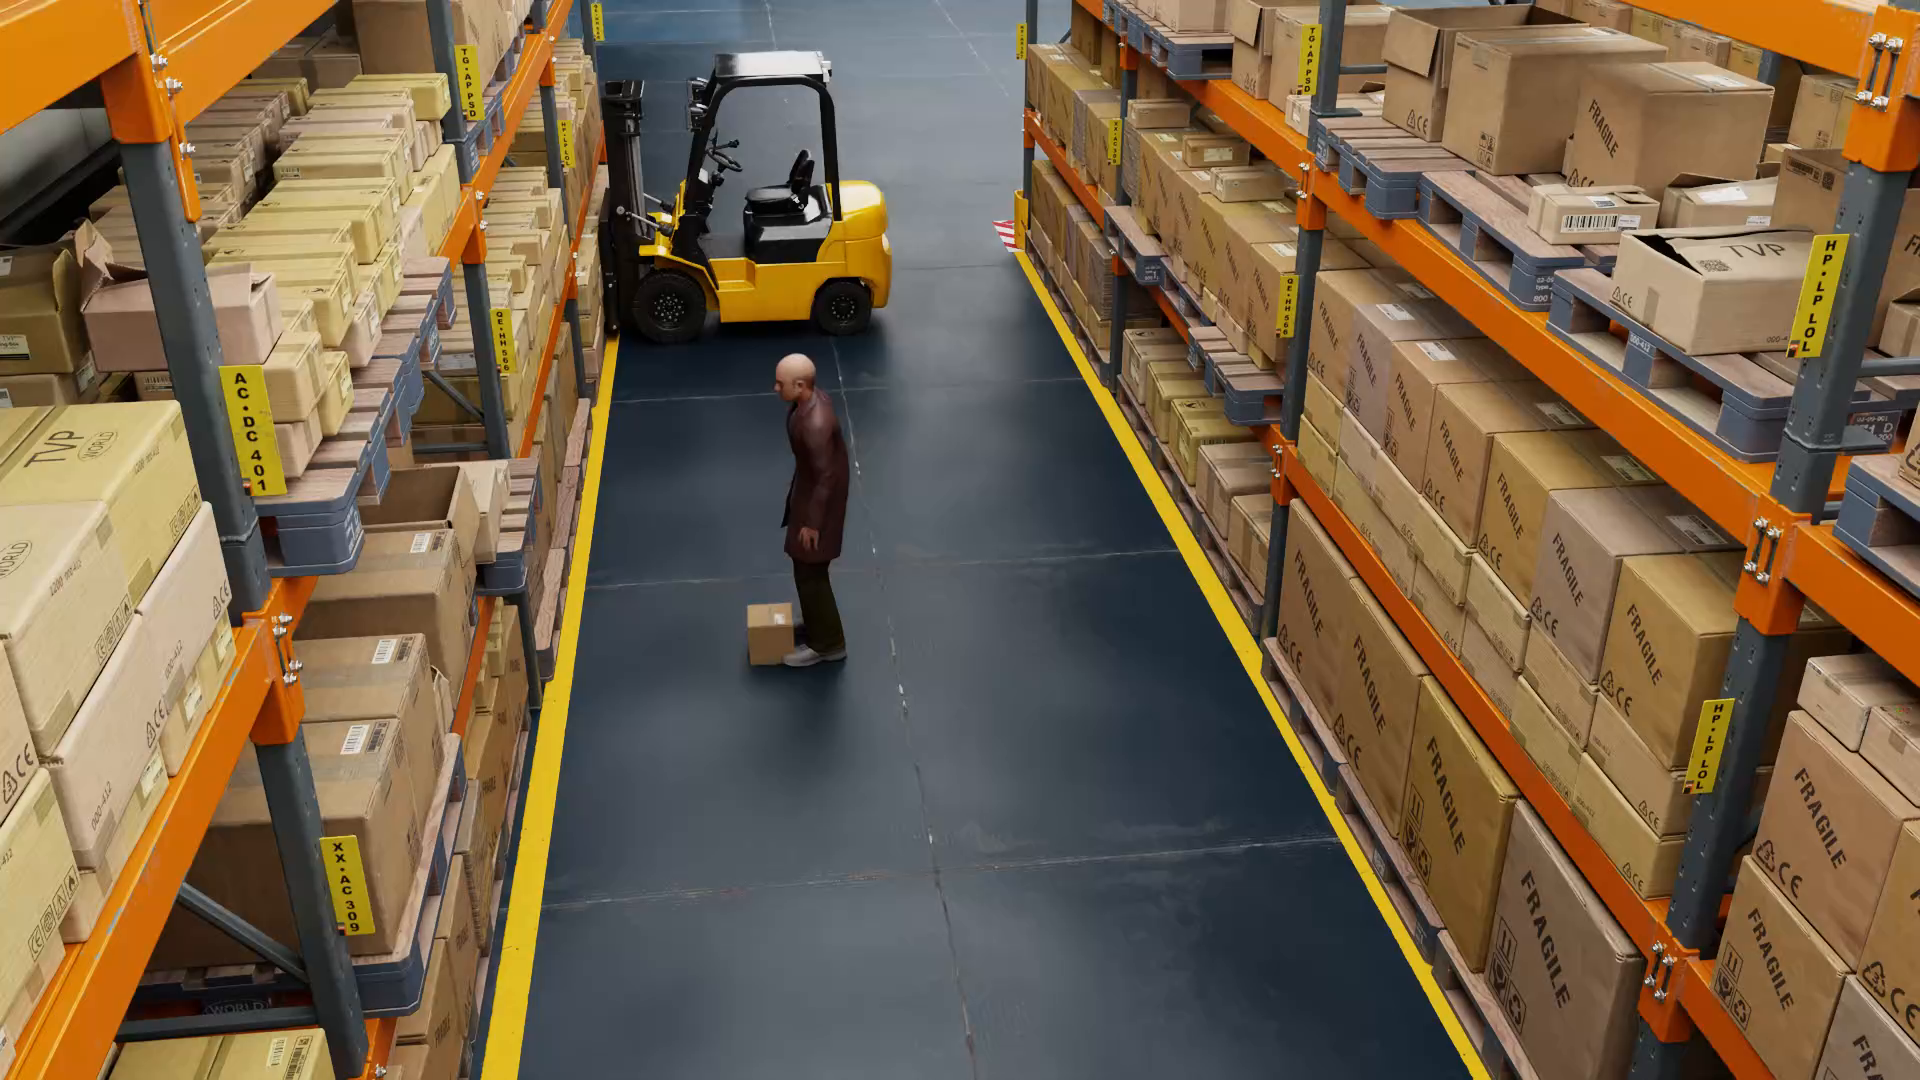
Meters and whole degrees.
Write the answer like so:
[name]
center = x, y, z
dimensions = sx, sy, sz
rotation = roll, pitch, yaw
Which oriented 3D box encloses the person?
[person]
center = -0.806, -0.175, 8.980
dimensions = 0.427, 1.773, 0.631
rotation = -5, 27, -9
